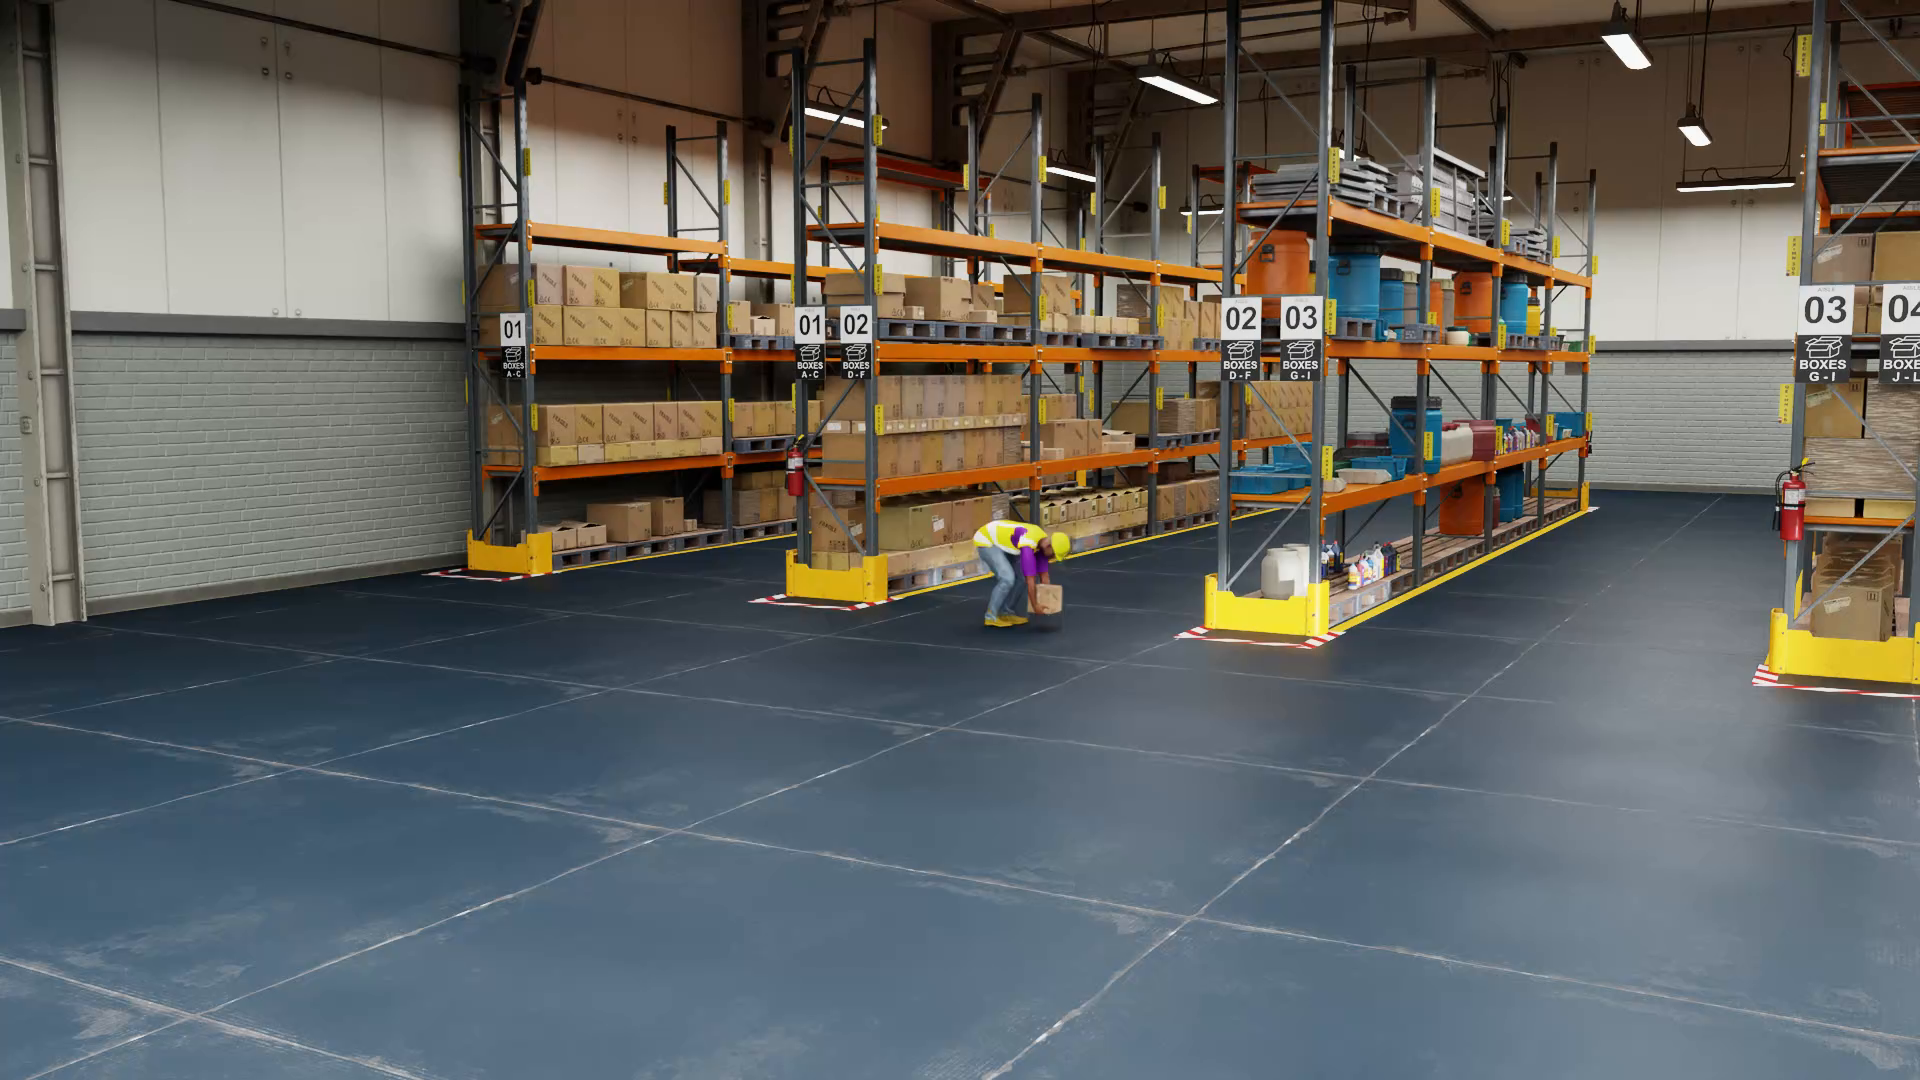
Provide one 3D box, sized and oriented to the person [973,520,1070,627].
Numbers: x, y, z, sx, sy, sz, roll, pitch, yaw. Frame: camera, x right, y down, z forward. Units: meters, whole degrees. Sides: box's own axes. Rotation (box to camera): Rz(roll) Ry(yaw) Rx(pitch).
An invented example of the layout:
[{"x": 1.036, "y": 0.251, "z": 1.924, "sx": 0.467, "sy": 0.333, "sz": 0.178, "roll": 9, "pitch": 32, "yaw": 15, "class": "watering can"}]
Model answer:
[{"x": 0.618, "y": 0.329, "z": 16.336, "sx": 0.980, "sy": 1.042, "sz": 0.495, "roll": 3, "pitch": 7, "yaw": 26, "class": "person"}]
